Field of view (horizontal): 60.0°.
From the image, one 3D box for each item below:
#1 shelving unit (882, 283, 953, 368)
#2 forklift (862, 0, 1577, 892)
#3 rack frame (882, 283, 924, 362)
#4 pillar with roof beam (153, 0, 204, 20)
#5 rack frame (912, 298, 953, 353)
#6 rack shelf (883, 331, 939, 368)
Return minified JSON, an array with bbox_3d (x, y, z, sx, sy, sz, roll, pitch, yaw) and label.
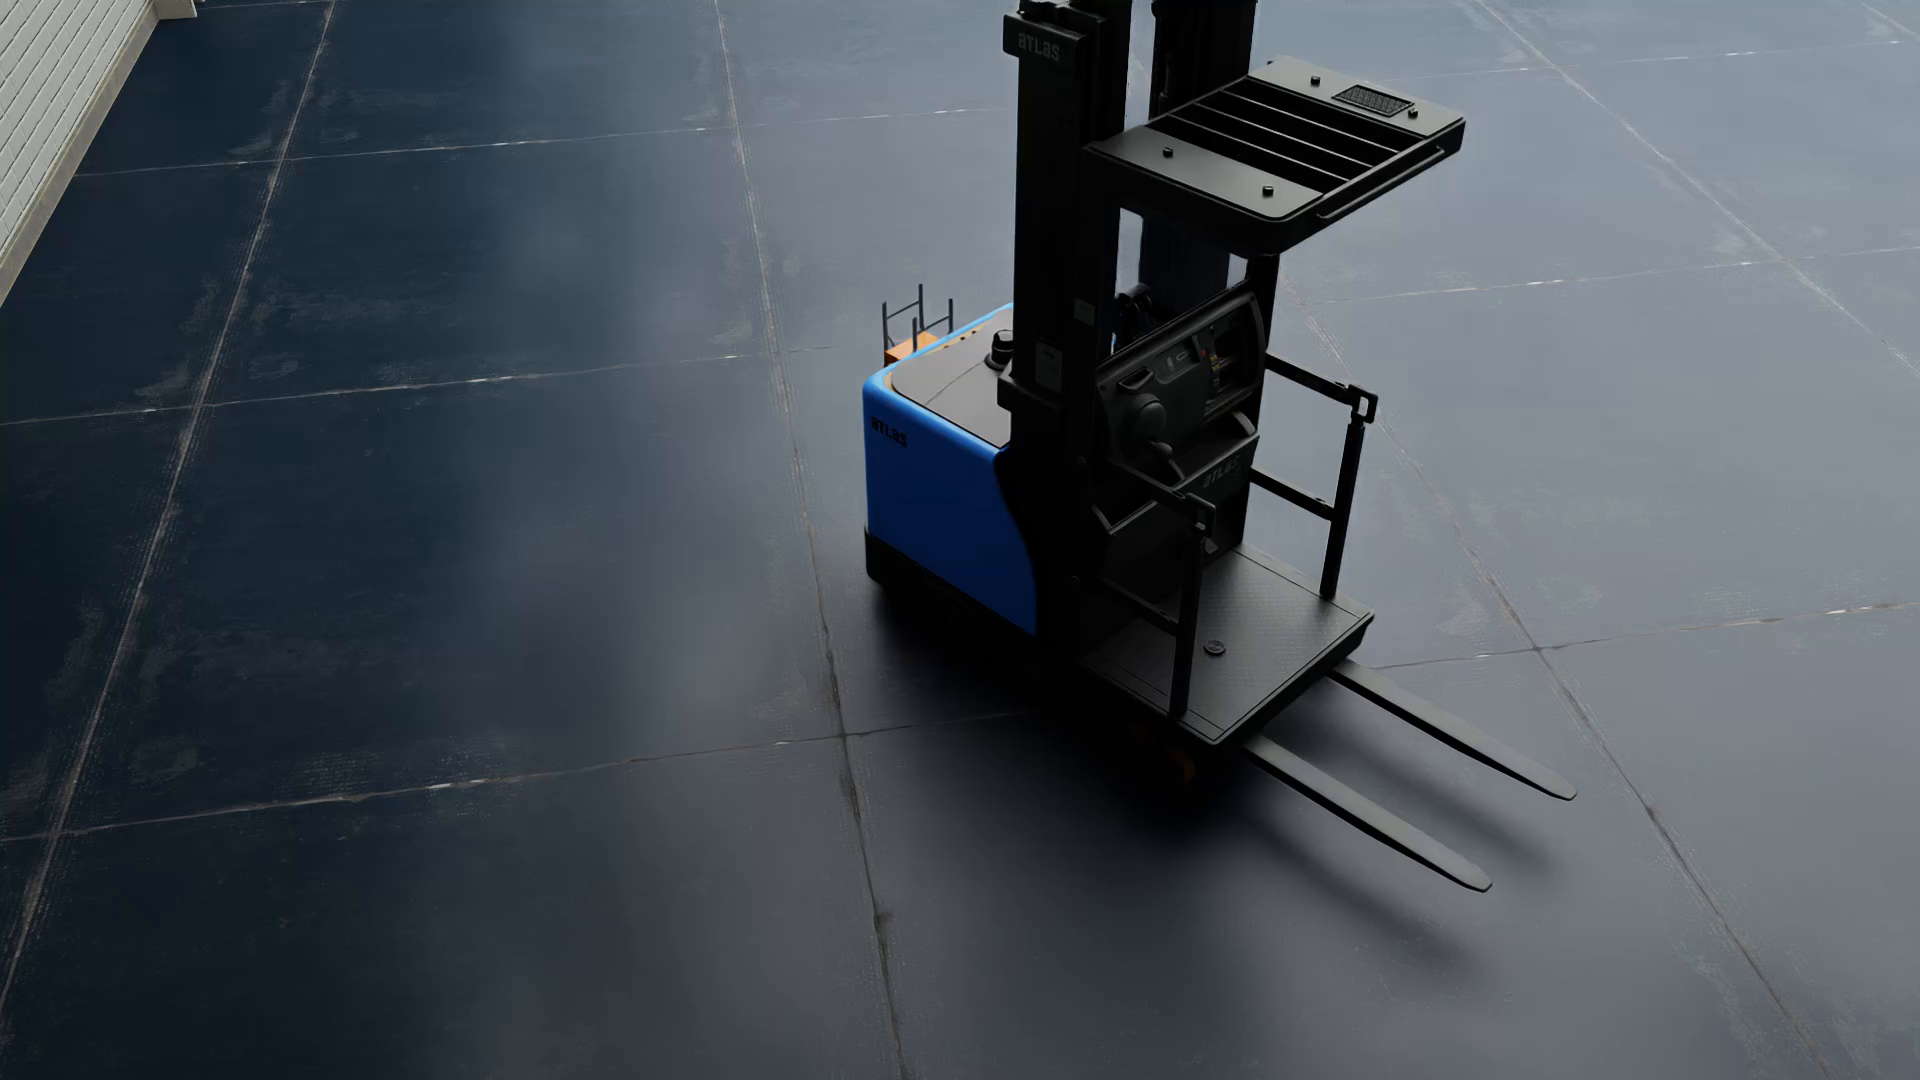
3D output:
[{"bbox_3d":[-0.178,-0.553,7.482,0.189,1.200,0.258,31,48,33],"label":"shelving unit"},{"bbox_3d":[0.983,-0.549,6.067,3.031,2.935,1.130,31,47,34],"label":"forklift"},{"bbox_3d":[-0.244,-0.592,7.532,0.006,1.200,0.240,31,48,33],"label":"rack frame"},{"bbox_3d":[-1.931,-8.212,10.985,9.100,9.000,0.400,-6,38,-8],"label":"pillar with roof beam"},{"bbox_3d":[-0.112,-0.514,7.432,0.006,1.200,0.240,31,48,33],"label":"rack frame"},{"bbox_3d":[-0.180,-0.801,7.287,0.180,0.103,0.258,31,48,33],"label":"rack shelf"}]
